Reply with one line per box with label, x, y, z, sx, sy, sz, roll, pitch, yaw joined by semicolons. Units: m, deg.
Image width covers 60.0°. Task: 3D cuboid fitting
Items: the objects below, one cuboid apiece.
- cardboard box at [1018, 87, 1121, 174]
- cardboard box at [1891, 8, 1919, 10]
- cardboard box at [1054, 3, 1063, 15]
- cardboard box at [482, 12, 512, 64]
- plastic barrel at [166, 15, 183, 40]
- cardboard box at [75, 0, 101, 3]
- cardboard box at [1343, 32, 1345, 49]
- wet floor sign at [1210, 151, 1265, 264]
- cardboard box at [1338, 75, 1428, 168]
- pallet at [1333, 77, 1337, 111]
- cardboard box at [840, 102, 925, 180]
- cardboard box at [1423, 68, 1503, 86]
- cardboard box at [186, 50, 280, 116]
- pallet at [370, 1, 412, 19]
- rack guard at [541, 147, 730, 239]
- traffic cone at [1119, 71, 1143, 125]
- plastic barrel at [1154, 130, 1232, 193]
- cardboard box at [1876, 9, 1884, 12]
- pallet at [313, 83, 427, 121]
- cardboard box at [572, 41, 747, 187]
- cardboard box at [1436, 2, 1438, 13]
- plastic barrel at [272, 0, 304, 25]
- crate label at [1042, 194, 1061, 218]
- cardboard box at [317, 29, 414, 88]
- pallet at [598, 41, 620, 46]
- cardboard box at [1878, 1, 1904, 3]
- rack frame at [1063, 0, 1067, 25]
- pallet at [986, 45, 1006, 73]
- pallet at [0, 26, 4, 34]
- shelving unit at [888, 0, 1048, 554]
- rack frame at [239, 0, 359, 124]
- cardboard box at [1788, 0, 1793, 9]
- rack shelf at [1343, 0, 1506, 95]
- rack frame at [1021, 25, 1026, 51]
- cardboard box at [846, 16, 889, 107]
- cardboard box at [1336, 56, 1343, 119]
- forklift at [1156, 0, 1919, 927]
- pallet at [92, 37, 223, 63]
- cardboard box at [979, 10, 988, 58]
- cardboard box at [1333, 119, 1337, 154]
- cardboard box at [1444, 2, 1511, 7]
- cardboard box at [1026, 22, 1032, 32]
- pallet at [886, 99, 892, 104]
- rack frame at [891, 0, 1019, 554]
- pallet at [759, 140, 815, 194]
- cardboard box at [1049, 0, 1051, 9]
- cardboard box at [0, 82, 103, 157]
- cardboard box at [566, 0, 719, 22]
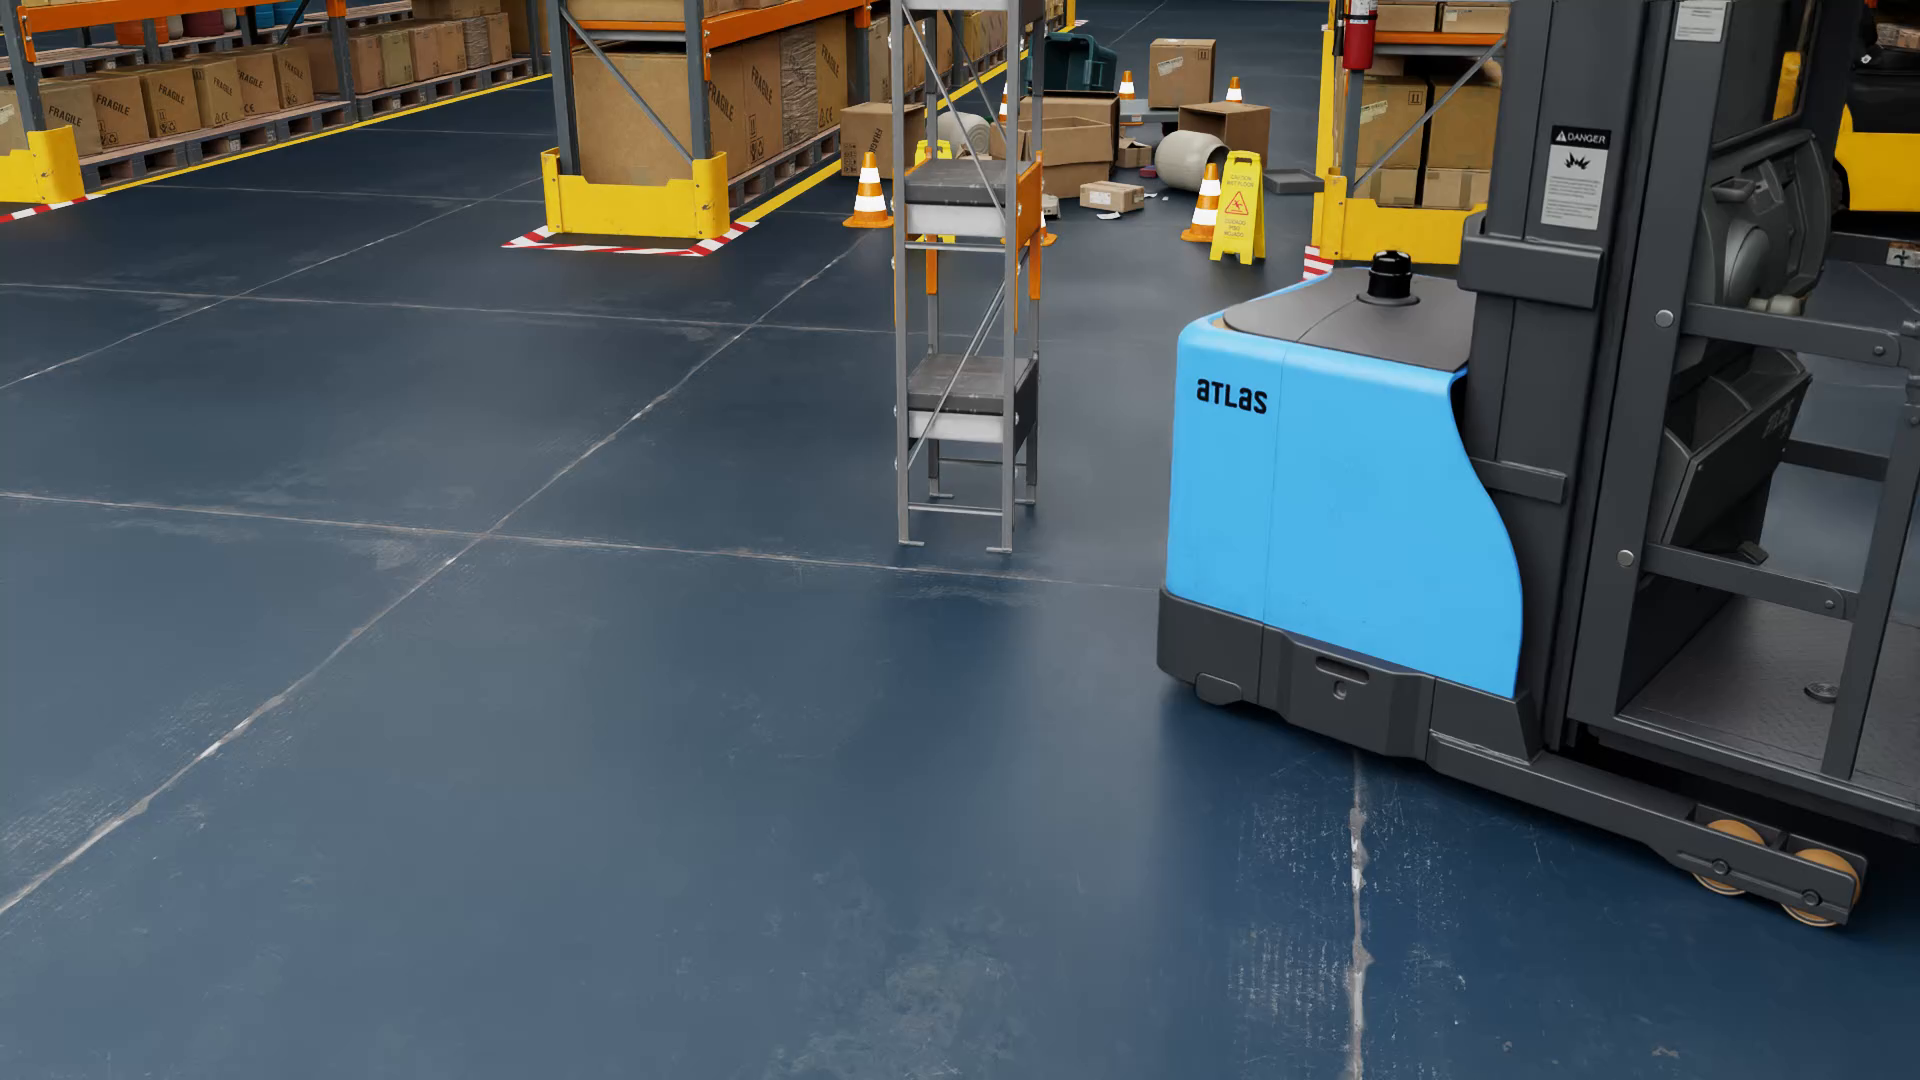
cardboard box;0.834;-3.169;12.867;0.797;0.637;0.503;4;22;11
cardboard box;9.874;-5.422;17.218;0.380;0.149;0.250;3;22;8
cardboard box;1.313;-7.840;24.559;0.380;0.149;0.250;5;23;13
cardboard box;-5.415;-5.565;18.414;0.700;0.500;0.500;3;22;8
plastic barrel;-10.036;-6.579;20.942;0.421;0.512;0.421;0;22;0
cardboard box;-6.503;-3.991;12.085;0.380;0.149;0.250;4;22;11
cardboard box;2.963;-3.594;12.008;0.380;0.149;0.250;6;23;14
wet floor sign;1.685;-2.006;9.971;0.267;0.644;0.232;13;25;29
cardboard box;2.680;-2.666;10.573;0.500;0.500;0.500;5;22;11
pallet;4.243;-4.433;16.577;1.003;0.211;1.213;4;22;11
cardboard box;-0.591;-3.085;12.841;0.500;0.500;0.500;8;23;20
cardboard box;3.313;-2.827;10.973;0.500;0.500;0.500;4;22;9
cardboard box;-6.344;-3.986;14.520;0.500;0.500;0.500;12;25;28
pallet;-8.720;-8.478;26.623;1.003;0.211;1.213;4;22;11
rack guard;-2.100;-2.258;10.791;1.175;0.500;0.348;4;22;11
traffic cone;1.550;-4.115;15.451;0.336;0.463;0.334;4;22;11
plastic barrel;1.711;-2.762;12.144;0.421;0.421;0.512;-16;27;-35
cardboard box;9.239;-5.366;17.078;0.380;0.149;0.250;4;22;9
pallet;-5.957;-4.296;16.237;1.003;0.211;1.213;4;22;11
cardboard box;-2.021;-2.889;11.293;0.875;0.875;0.875;5;22;11
cardboard box;3.326;-3.550;10.989;0.380;0.149;0.250;5;23;13
plastic barrel;-9.458;-7.631;23.034;0.600;0.901;0.708;4;22;11
crate label;0.540;-2.266;11.297;0.250;0.136;0.298;-7;23;-17
cardboard box;-5.852;-4.745;16.377;0.700;0.500;0.500;4;22;11
pallet;-4.812;-6.201;20.968;1.003;0.211;1.213;4;22;11
cardboard box;10.065;-5.801;18.157;0.380;0.149;0.250;5;22;12
rack frame;1.170;-9.278;24.875;1.000;3.000;0.127;4;22;11
pallet;-0.051;-5.789;19.946;1.003;0.211;1.213;4;22;11
pallet;-14.308;-7.393;23.927;1.003;0.211;1.213;4;22;11
shelving unit;0.034;-1.035;5.612;0.431;2.100;0.503;4;22;11
rack frame;-6.114;-5.304;15.009;1.000;3.000;0.127;4;22;11
cardboard box;9.766;-6.216;19.188;0.380;0.149;0.250;4;22;9
rack shelf;3.179;-3.484;11.451;1.077;0.370;4.000;4;22;11
rack frame;0.353;-7.815;21.243;1.000;3.000;0.127;4;22;11
cardboard box;-1.240;-4.274;14.901;1.050;0.750;0.750;4;22;11
cardboard box;3.105;-3.424;12.455;0.500;0.500;0.500;5;23;13
forklift;2.021;-0.721;3.720;3.031;2.935;1.130;17;28;36
pallet;-10.026;-6.143;20.824;1.003;0.211;1.213;4;22;11
cardboard box;0.031;-5.811;19.050;0.500;0.500;0.500;5;22;12
cardboard box;3.105;-3.077;12.597;0.500;0.250;0.500;6;23;14
cardboard box;3.140;-3.422;9.804;0.500;0.500;0.500;4;22;10
cardboard box;0.742;-6.796;21.967;0.380;0.149;0.250;3;22;9
pallet;-1.195;-3.884;15.214;1.003;0.211;1.213;4;22;11
rack frame;-0.016;-0.945;5.390;0.400;2.100;0.015;4;22;11
pallet;-1.757;-2.876;12.712;1.003;0.211;1.213;4;22;11
cardboard box;1.074;-7.601;23.566;0.380;0.149;0.250;6;23;14
cardboard box;-6.786;-3.104;12.329;0.500;0.500;0.500;9;24;21
cardboard box;-2.064;-3.635;10.664;0.875;0.550;0.550;4;22;11
